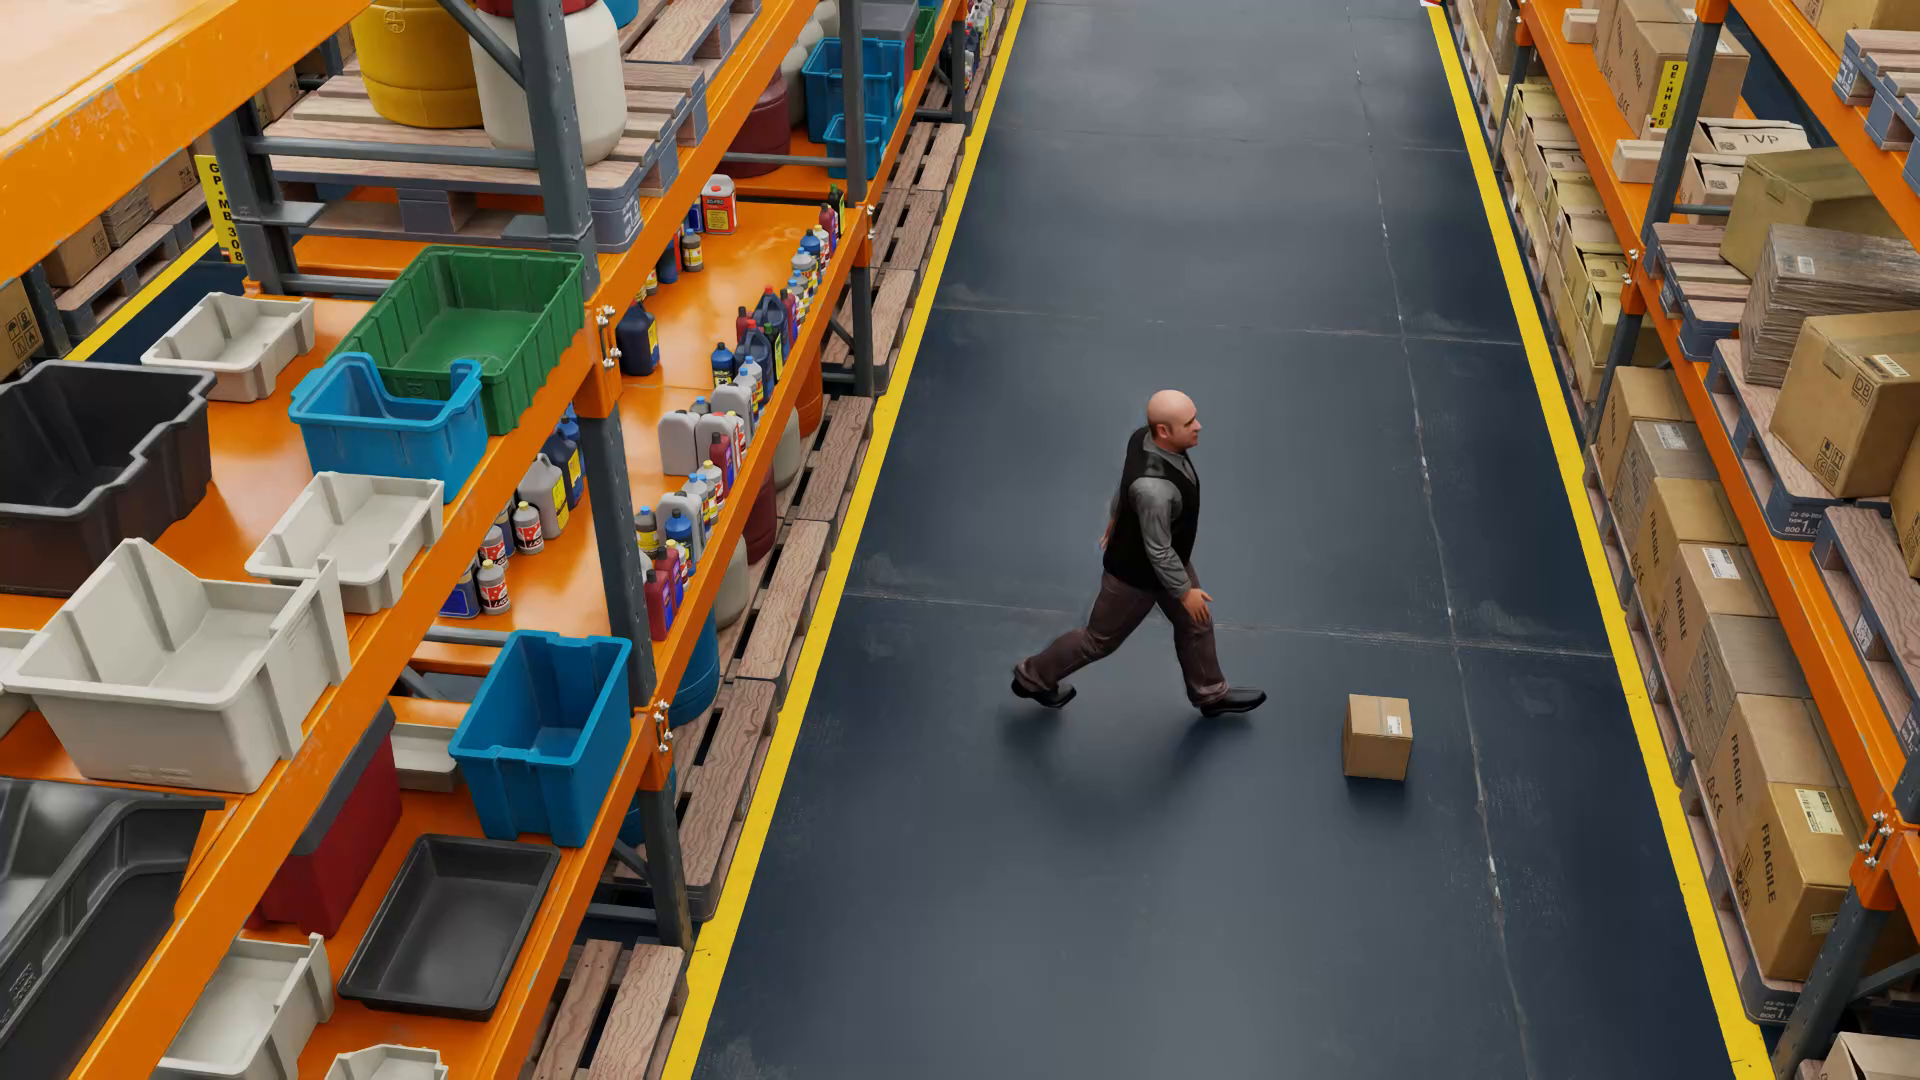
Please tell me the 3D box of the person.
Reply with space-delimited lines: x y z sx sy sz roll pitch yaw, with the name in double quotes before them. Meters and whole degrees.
"person" 0.787 0.103 6.950 1.103 1.669 0.563 10 37 14
